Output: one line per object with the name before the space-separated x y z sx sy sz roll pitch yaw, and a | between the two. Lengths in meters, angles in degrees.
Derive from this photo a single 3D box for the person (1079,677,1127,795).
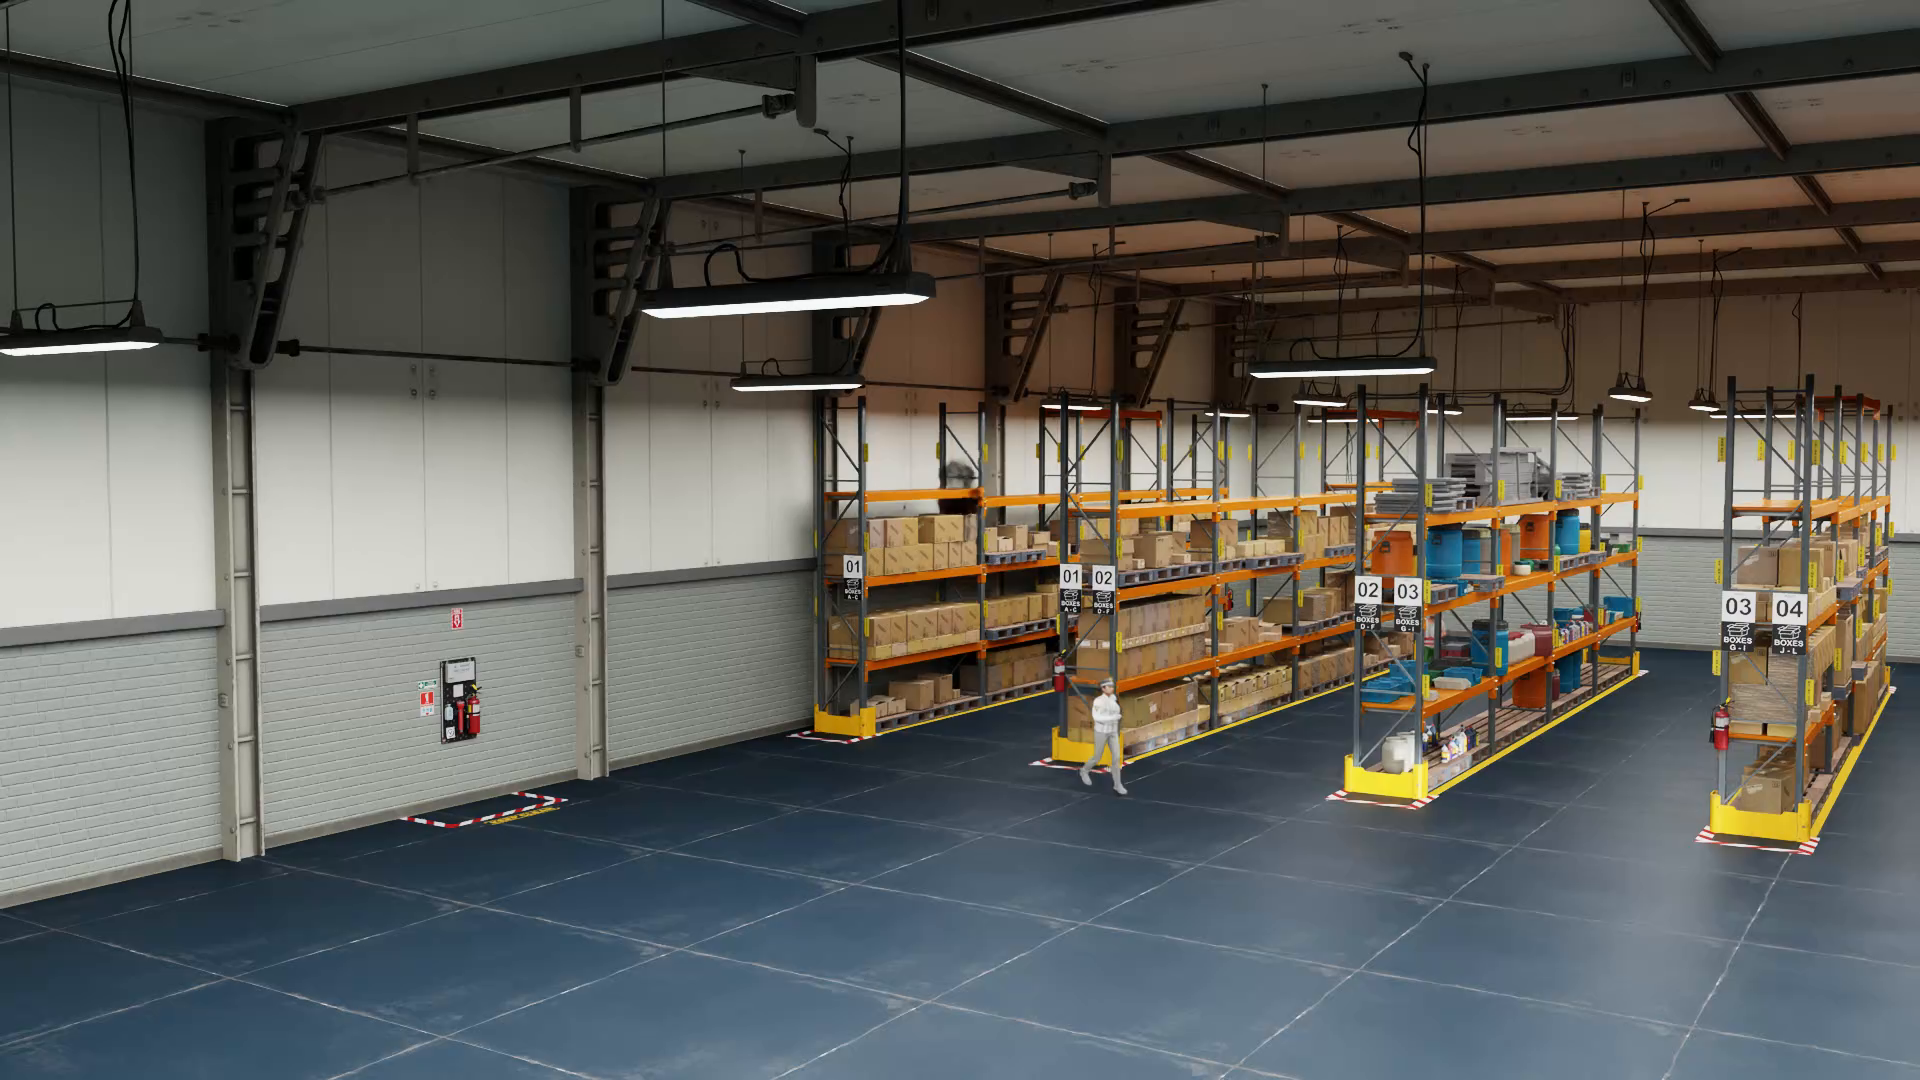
person | 2.131 2.842 24.486 0.606 1.686 0.938 -2 4 -38

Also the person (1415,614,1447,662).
person | 9.841 2.270 34.762 0.657 1.838 0.836 1 3 21
